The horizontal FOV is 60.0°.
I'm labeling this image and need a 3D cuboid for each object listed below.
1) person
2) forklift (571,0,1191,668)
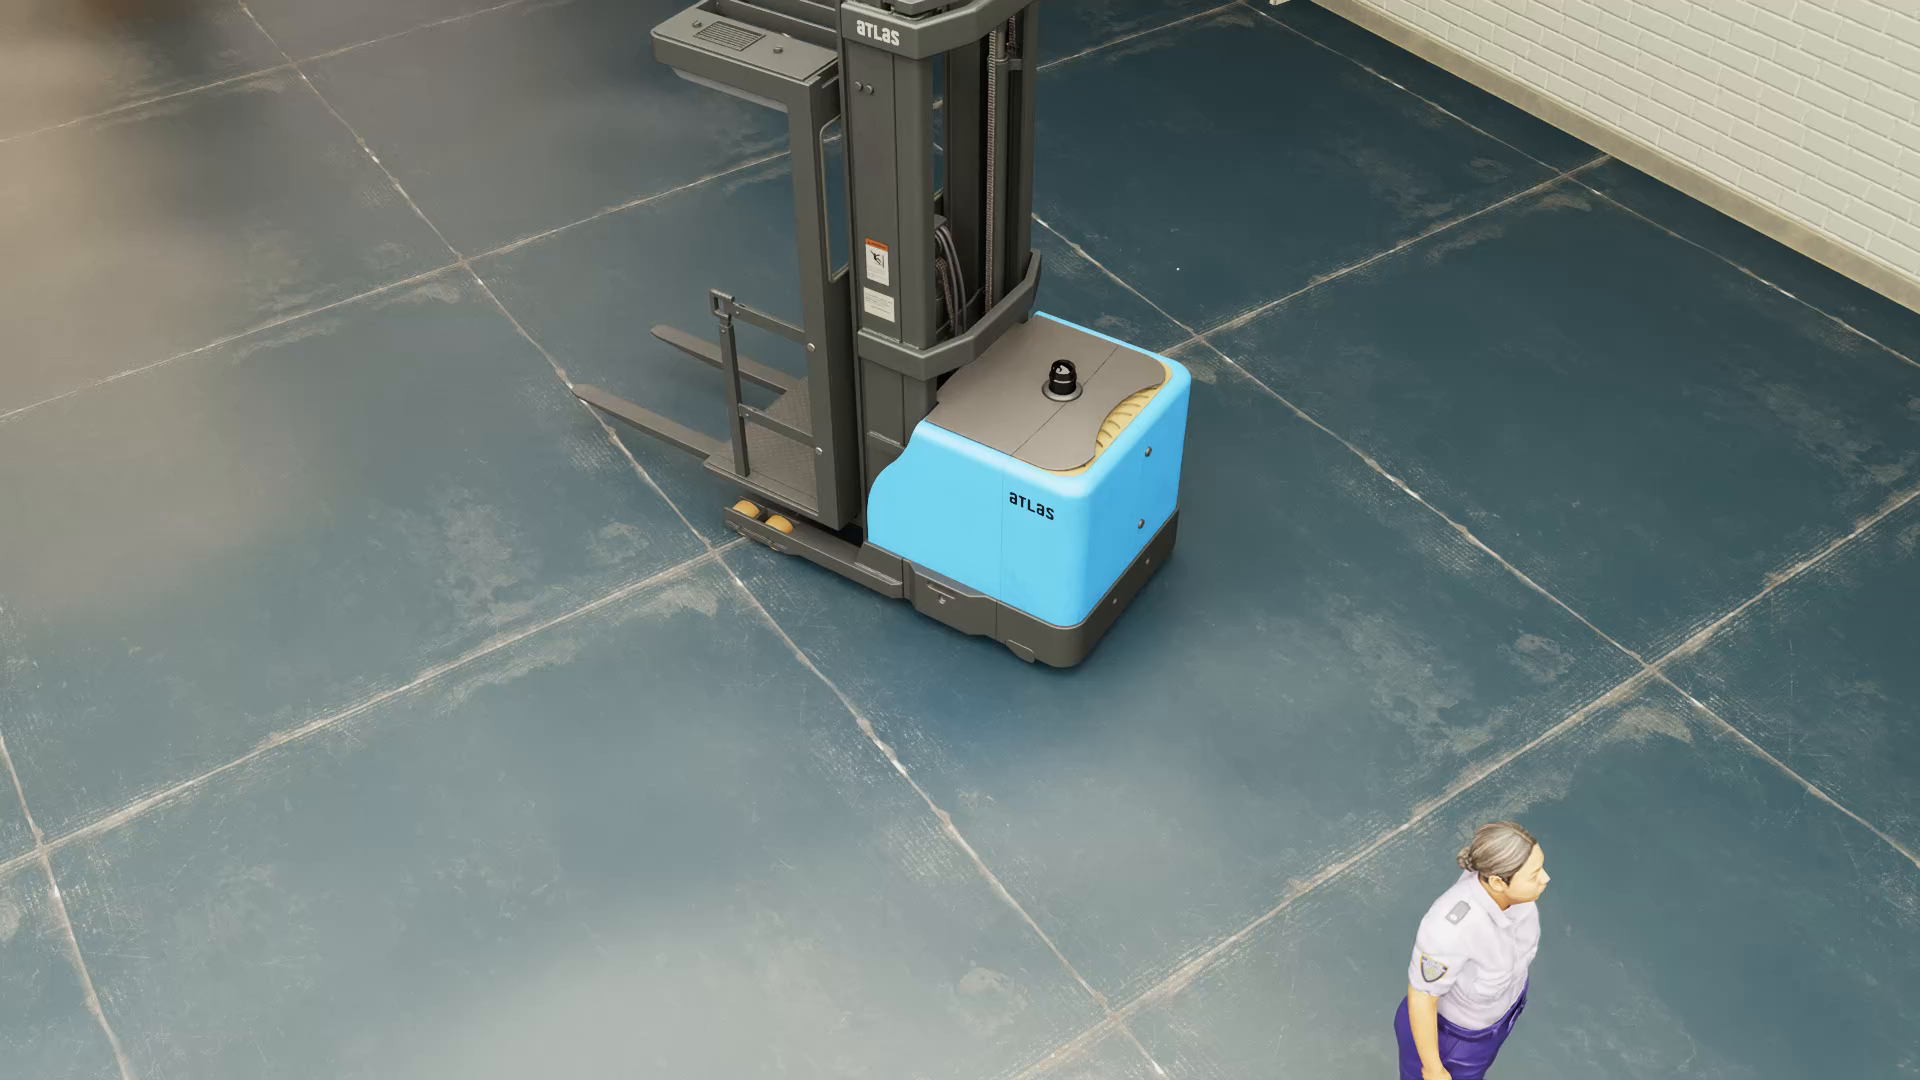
[{"bbox_3d":[1.585,1.498,5.026,0.504,1.651,0.598,31,51,29],"label":"person"},{"bbox_3d":[-0.511,-1.302,7.129,3.031,2.935,1.130,24,48,24],"label":"forklift"}]
